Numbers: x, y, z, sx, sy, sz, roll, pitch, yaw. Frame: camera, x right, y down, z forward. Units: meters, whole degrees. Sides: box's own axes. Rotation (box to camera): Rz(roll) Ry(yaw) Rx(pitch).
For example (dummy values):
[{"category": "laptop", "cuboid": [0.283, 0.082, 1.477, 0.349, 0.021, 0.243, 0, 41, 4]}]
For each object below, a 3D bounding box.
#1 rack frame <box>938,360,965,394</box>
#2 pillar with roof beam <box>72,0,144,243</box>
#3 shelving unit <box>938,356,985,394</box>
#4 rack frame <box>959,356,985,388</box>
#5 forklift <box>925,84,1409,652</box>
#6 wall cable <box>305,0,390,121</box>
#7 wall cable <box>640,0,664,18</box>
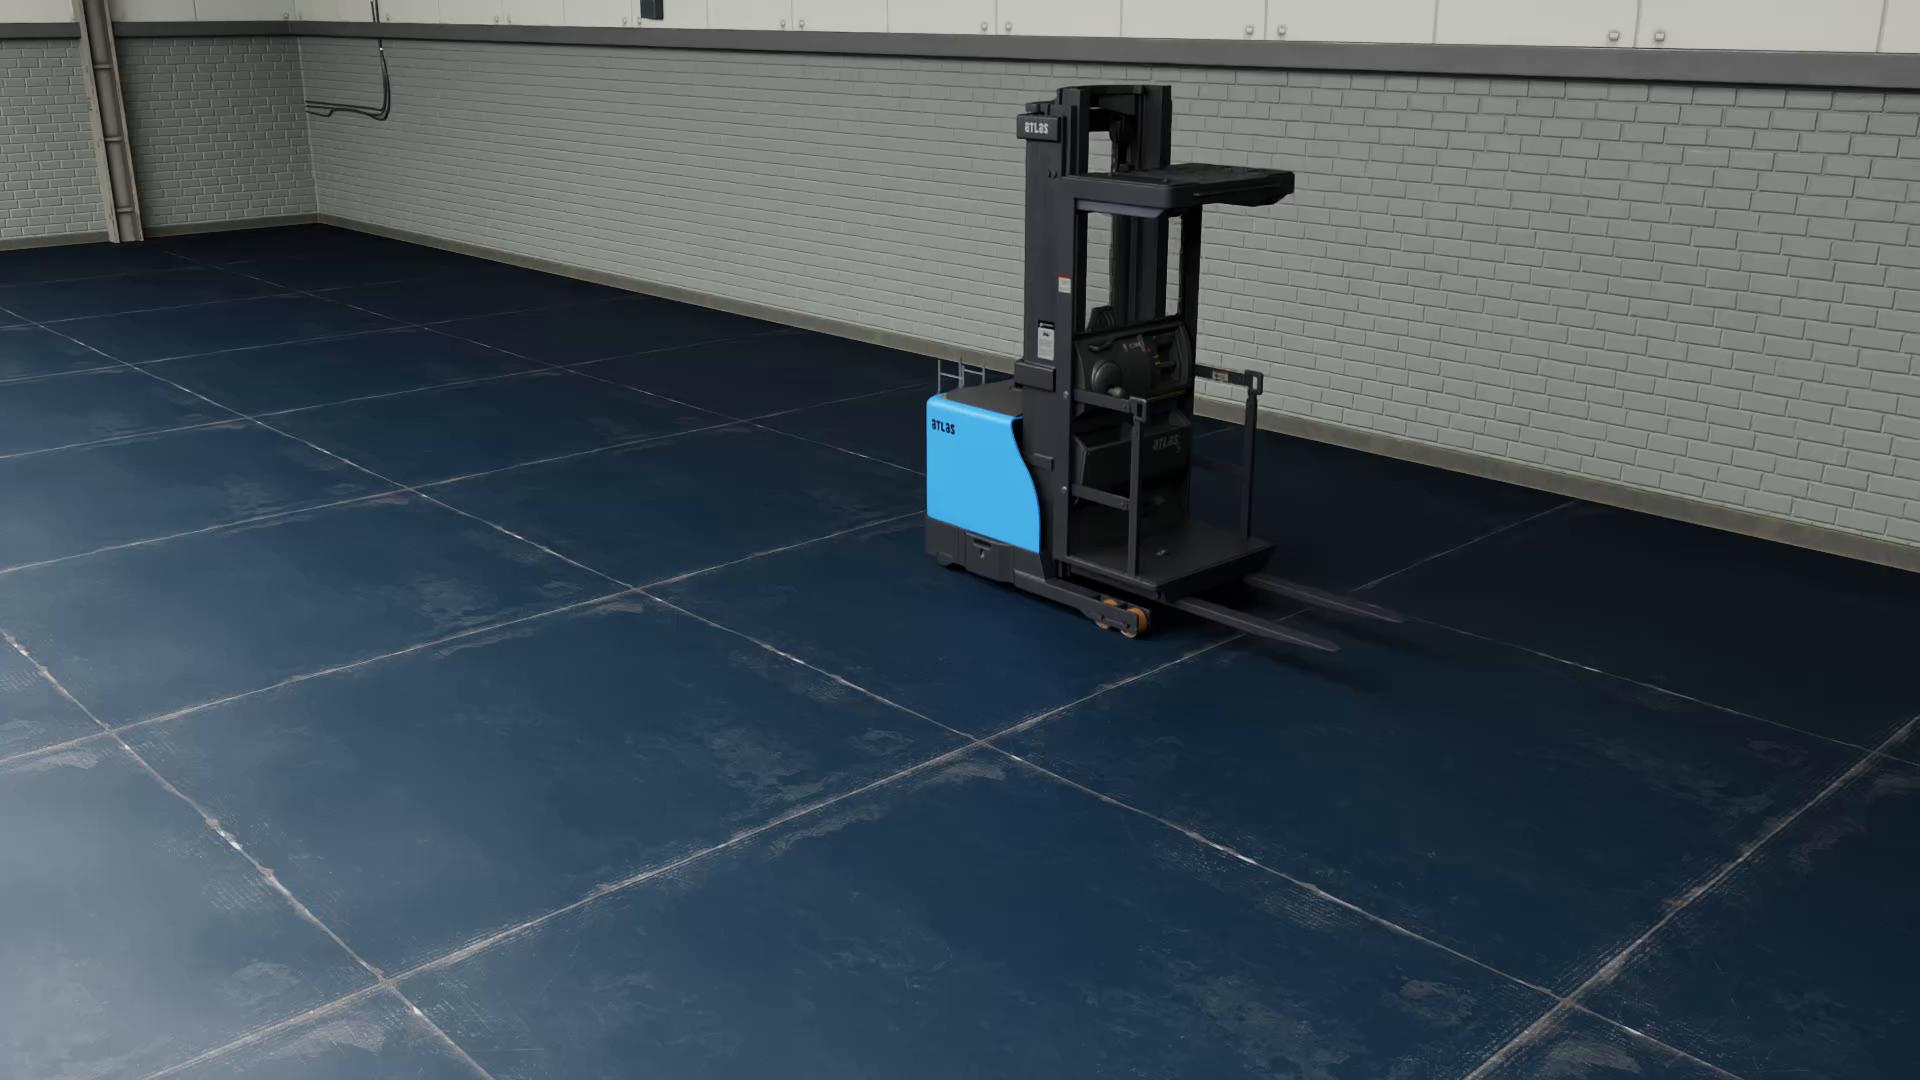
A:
[{"category": "rack frame", "cuboid": [-0.057, -0.555, 10.750, 0.006, 1.200, 0.240, -17, 24, -41]}, {"category": "pillar with roof beam", "cuboid": [-9.414, -7.759, 20.326, 0.400, 9.000, 9.100, -16, 24, -41]}, {"category": "shelving unit", "cuboid": [0.009, -0.575, 10.811, 0.189, 1.200, 0.258, -17, 24, -41]}, {"category": "rack frame", "cuboid": [0.074, -0.594, 10.871, 0.006, 1.200, 0.240, -17, 24, -41]}, {"category": "forklift", "cuboid": [1.144, -1.025, 9.394, 1.130, 2.935, 3.031, -16, 24, -40]}, {"category": "wall cable", "cuboid": [-9.323, -7.575, 24.792, 0.112, 2.526, 3.097, -16, 24, -41]}, {"category": "wall cable", "cuboid": [-2.812, -8.539, 17.216, 0.169, 6.003, 2.305, -16, 24, -41]}]
